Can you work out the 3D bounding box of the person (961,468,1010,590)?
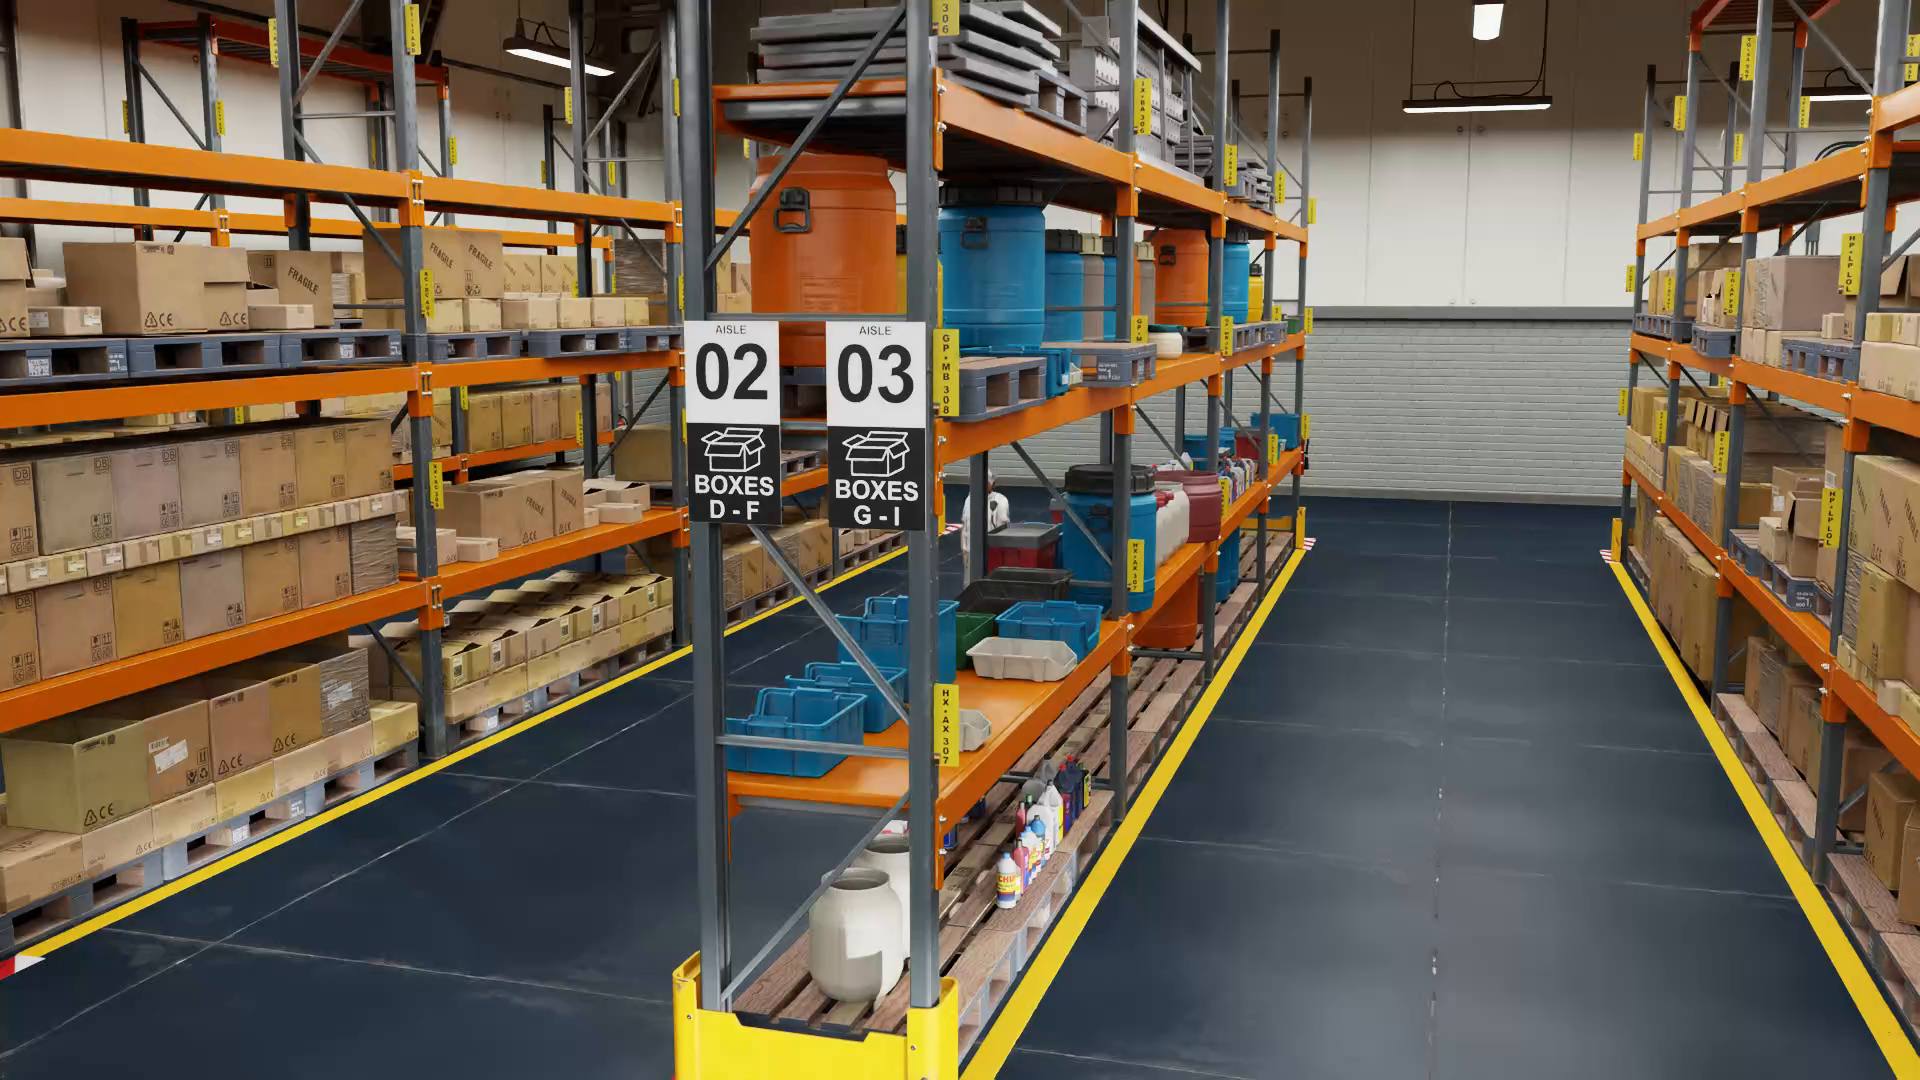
[{"bbox_3d":[0.244,0.132,15.974,0.469,1.659,0.390,3,9,17],"label":"person"}]
